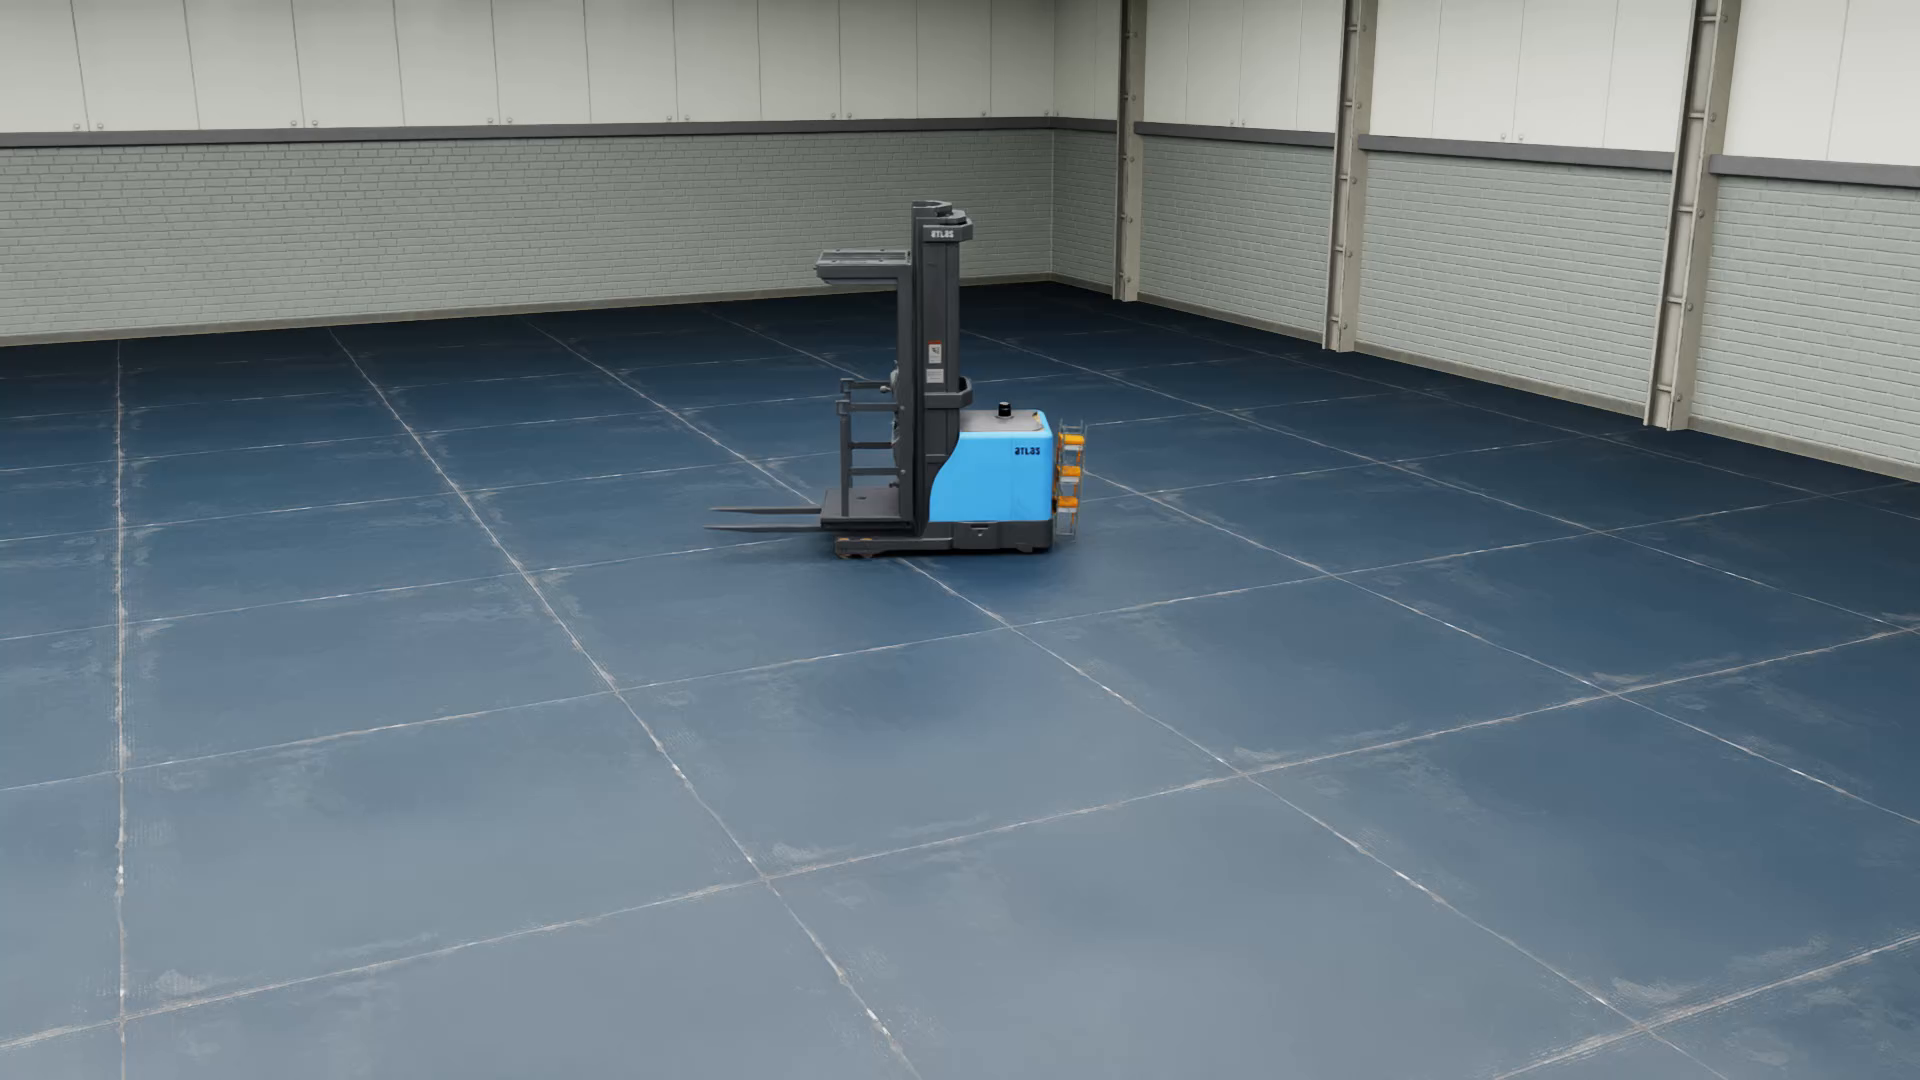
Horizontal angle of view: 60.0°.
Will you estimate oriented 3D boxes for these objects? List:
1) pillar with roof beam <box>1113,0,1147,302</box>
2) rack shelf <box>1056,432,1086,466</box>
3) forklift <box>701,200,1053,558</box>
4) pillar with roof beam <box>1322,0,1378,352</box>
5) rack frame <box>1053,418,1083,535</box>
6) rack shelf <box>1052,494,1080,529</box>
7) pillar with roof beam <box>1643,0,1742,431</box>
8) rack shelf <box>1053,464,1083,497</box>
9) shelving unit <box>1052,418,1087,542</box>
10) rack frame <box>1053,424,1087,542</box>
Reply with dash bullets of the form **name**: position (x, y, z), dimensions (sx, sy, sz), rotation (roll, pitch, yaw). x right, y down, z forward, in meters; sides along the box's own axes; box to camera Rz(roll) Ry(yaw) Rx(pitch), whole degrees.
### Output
- **pillar with roof beam**: position (-0.911, -8.101, 26.667), dimensions (9.100, 9.000, 0.400), rotation (-8, 18, -25)
- **rack shelf**: position (0.974, -0.788, 14.577), dimensions (0.215, 0.259, 0.240), rotation (3, 16, -6)
- **forklift**: position (-0.726, -1.407, 14.338), dimensions (3.031, 2.935, 1.130), rotation (0, 16, -2)
- **pillar with roof beam**: position (1.718, -6.613, 21.483), dimensions (9.100, 9.000, 0.400), rotation (-8, 18, -25)
- **rack frame**: position (0.943, -0.559, 14.768), dimensions (0.200, 1.050, 0.008), rotation (3, 16, -6)
- **rack shelf**: position (0.931, -0.249, 14.729), dimensions (0.215, 0.259, 0.240), rotation (3, 16, -6)
- **pillar with roof beam**: position (4.346, -5.126, 16.298), dimensions (9.100, 9.000, 0.400), rotation (-8, 18, -25)
- **rack shelf**: position (0.952, -0.515, 14.654), dimensions (0.215, 0.259, 0.240), rotation (3, 16, -6)
- **shelving unit**: position (0.953, -0.526, 14.651), dimensions (0.215, 1.050, 0.252), rotation (3, 16, -6)
- **rack frame**: position (0.963, -0.492, 14.534), dimensions (0.200, 1.050, 0.008), rotation (3, 16, -6)
